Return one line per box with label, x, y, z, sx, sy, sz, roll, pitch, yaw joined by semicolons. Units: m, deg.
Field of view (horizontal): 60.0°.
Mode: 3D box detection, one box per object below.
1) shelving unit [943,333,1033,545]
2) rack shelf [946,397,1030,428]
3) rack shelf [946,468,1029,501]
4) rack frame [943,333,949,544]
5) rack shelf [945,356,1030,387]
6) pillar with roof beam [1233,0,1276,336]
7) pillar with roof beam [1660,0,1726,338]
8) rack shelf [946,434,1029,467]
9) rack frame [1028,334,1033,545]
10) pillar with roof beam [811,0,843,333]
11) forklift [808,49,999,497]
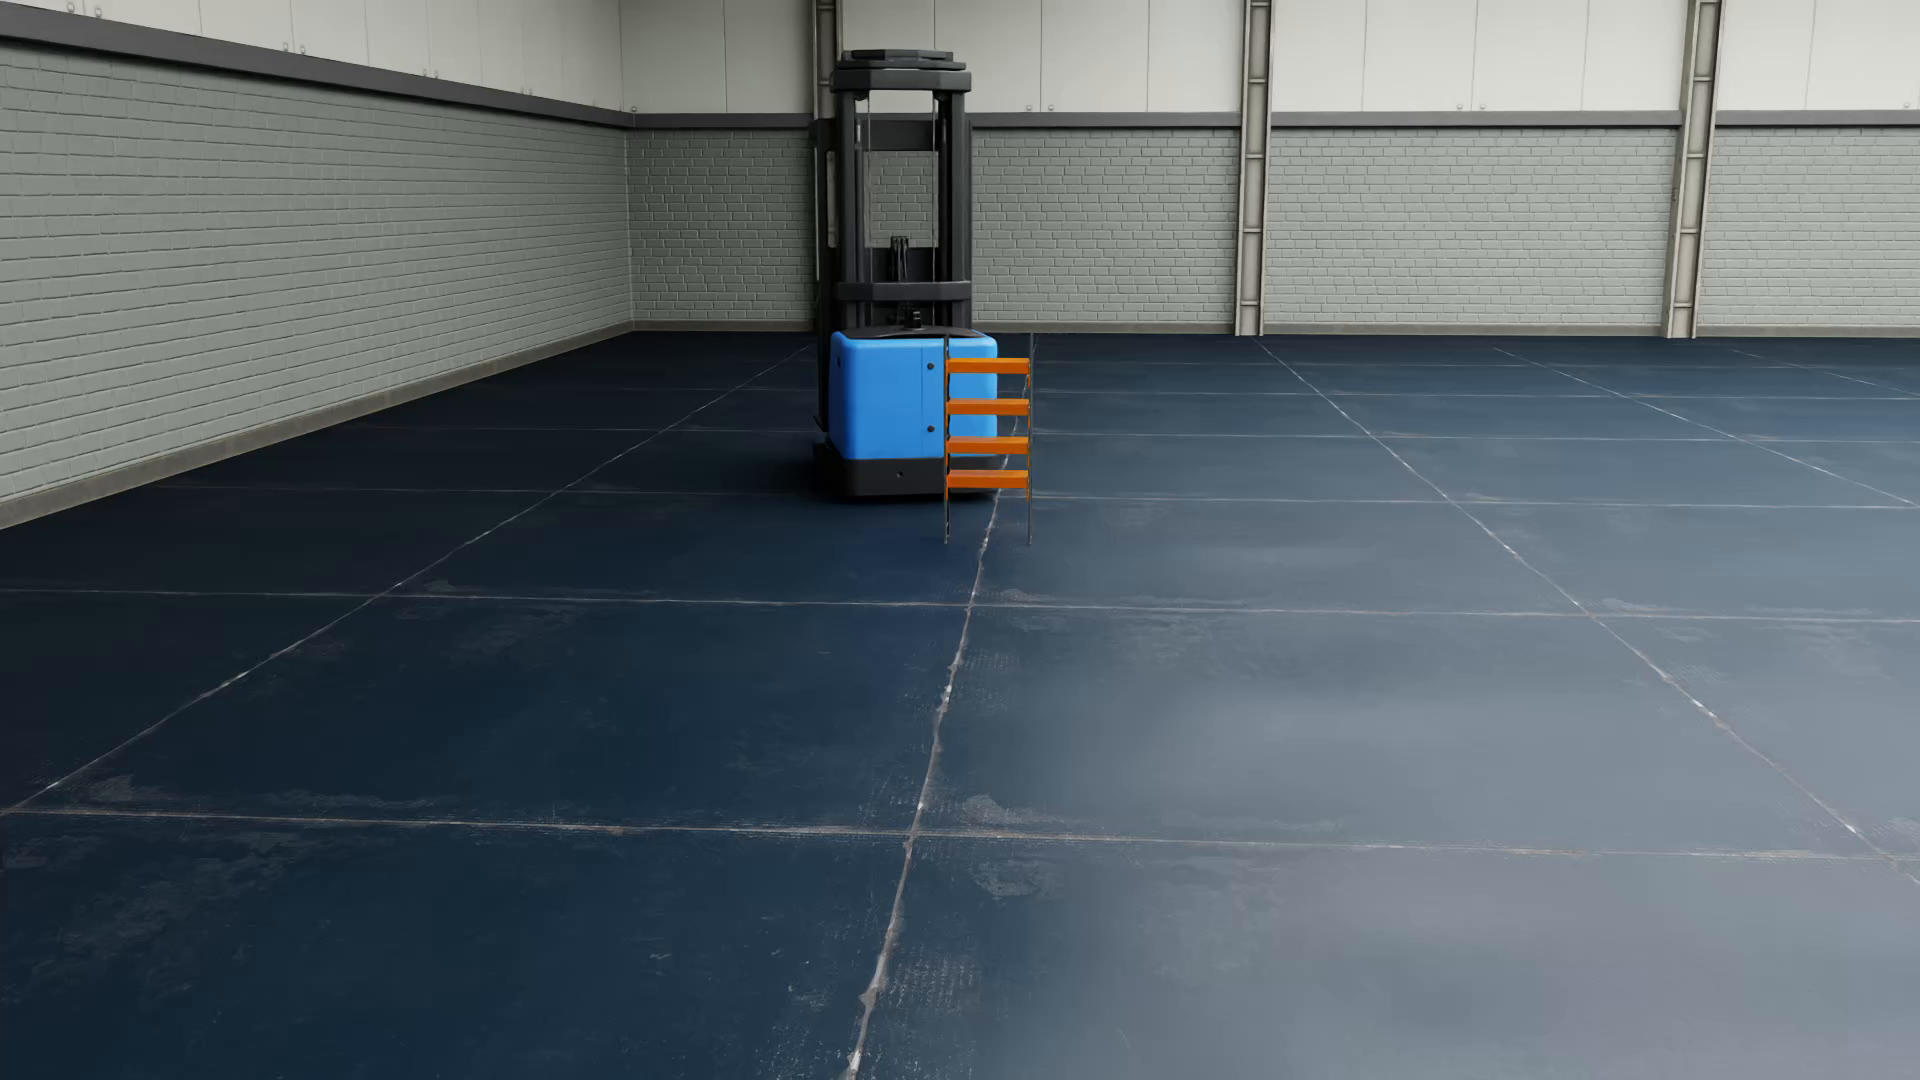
shelving unit;0.165;-0.585;9.634;0.503;1.200;0.258;1;12;4
rack shelf;0.165;-0.738;9.602;0.480;0.148;0.258;1;12;4
rack shelf;0.165;-0.325;9.689;0.480;0.148;0.258;1;12;4
rack frame;-0.078;-0.588;9.650;0.015;1.200;0.240;1;12;4
rack shelf;0.165;-0.970;9.554;0.480;0.148;0.258;1;12;4
pillar with roof beam;3.839;-6.467;18.704;0.400;9.000;9.100;1;12;4
pillar with roof beam;9.826;-6.385;18.312;0.400;9.000;9.100;1;12;4
rack shelf;0.165;-0.519;9.648;0.480;0.148;0.258;1;12;4
rack frame;0.409;-0.582;9.618;0.015;1.200;0.240;1;12;4
pillar with roof beam;-2.147;-6.549;19.097;0.400;9.000;9.100;1;12;4
forklift;-0.500;-1.969;12.021;1.130;2.935;3.031;-2;12;-10
